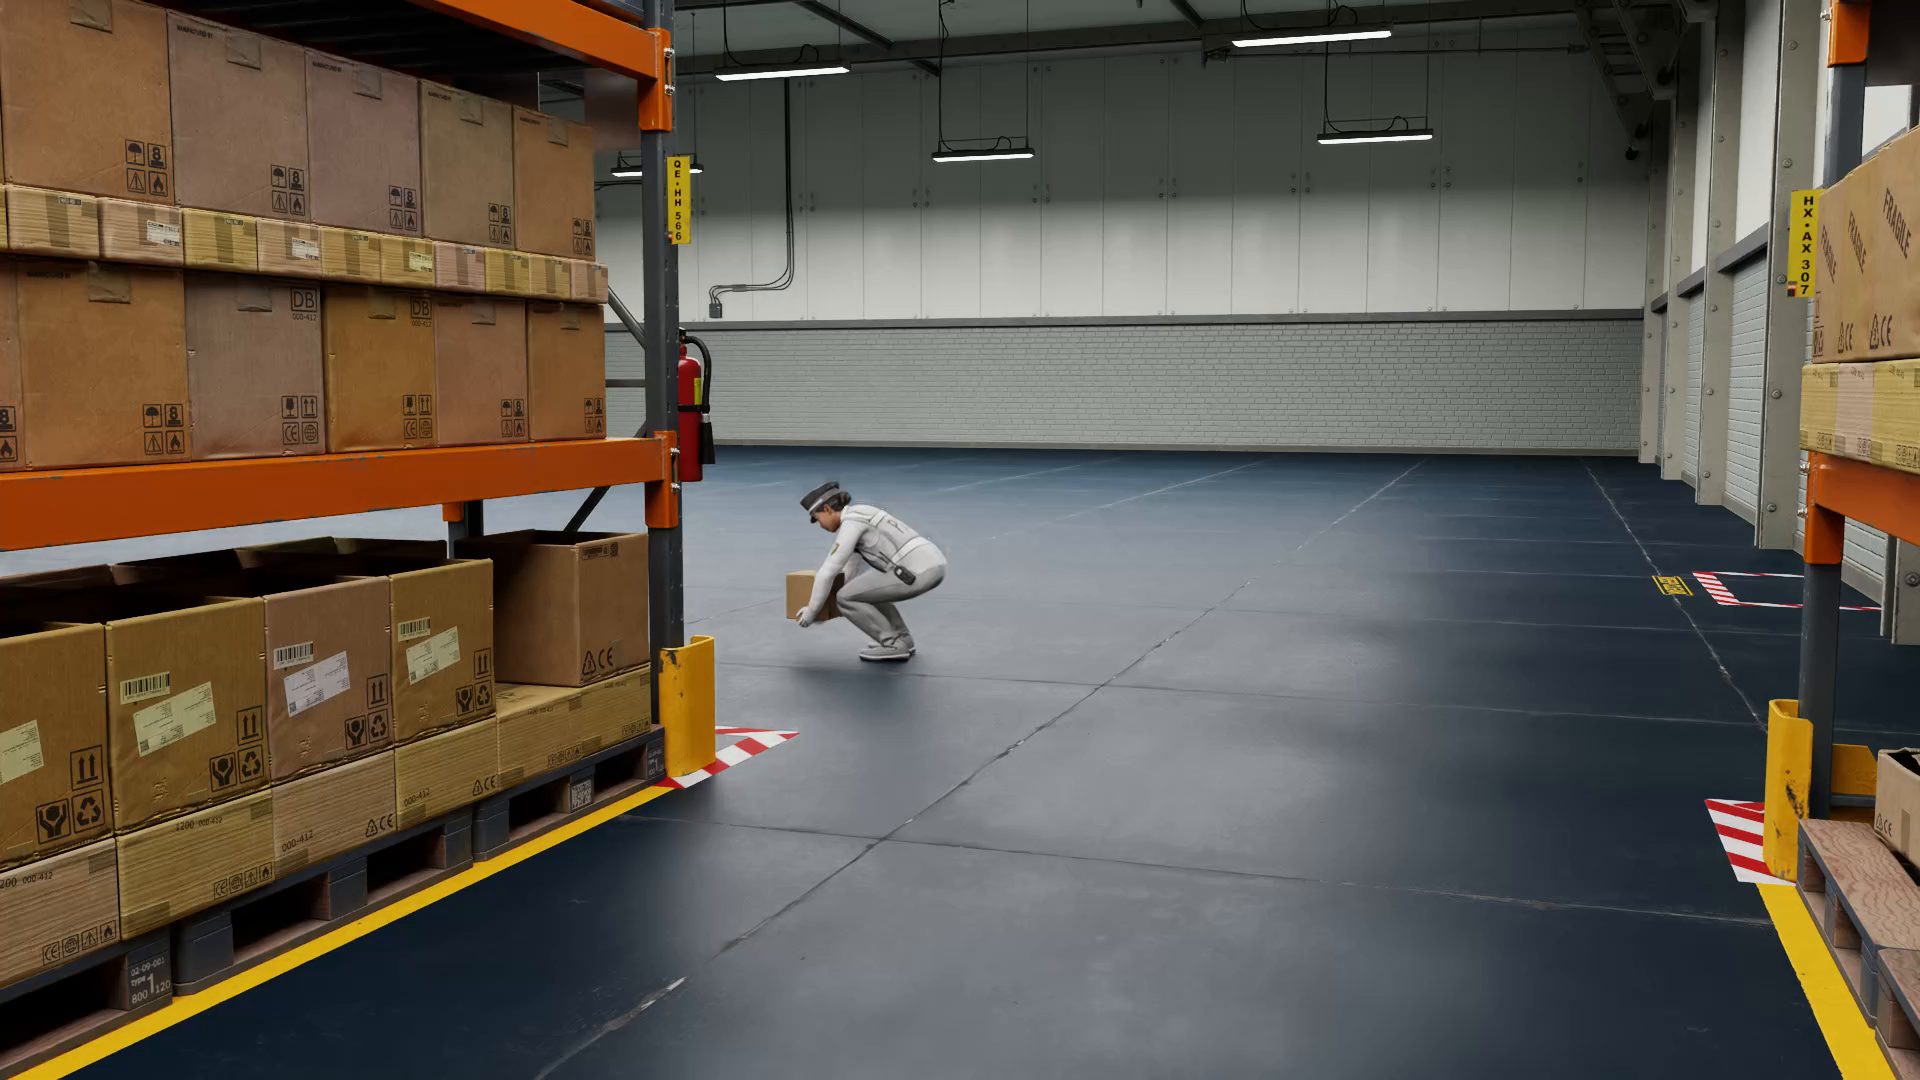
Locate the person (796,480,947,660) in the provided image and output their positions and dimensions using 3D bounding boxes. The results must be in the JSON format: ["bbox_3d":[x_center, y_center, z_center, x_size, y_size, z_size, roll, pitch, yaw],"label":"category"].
[{"bbox_3d":[-0.491,0.165,9.209,0.816,0.980,0.484,2,6,18],"label":"person"}]
